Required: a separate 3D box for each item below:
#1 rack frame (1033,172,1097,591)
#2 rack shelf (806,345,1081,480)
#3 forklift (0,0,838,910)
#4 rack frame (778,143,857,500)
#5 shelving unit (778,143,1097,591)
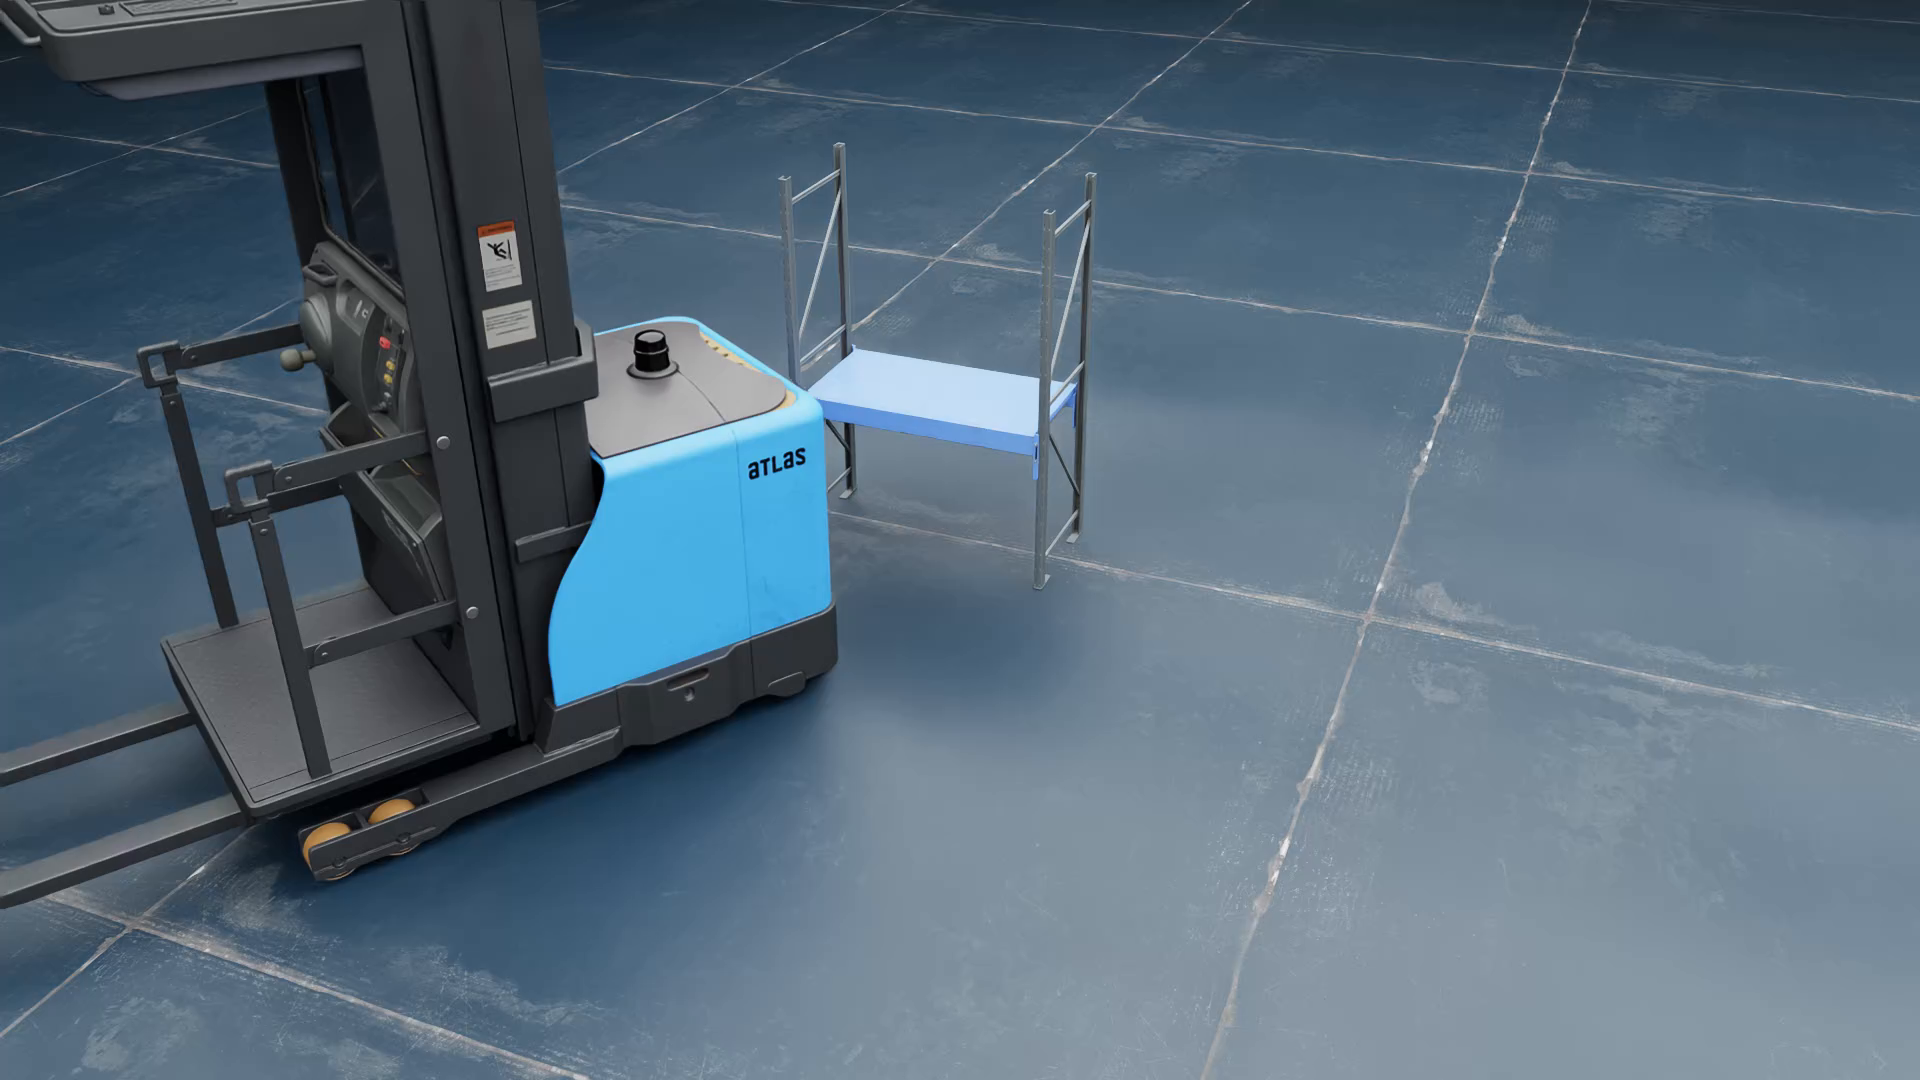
[{"bbox_3d":[0.392,-0.575,6.242,0.032,1.500,0.500,11,31,19],"label":"rack frame"},{"bbox_3d":[-0.079,-0.512,6.497,1.000,0.185,0.538,11,31,19],"label":"rack shelf"},{"bbox_3d":[-1.925,-0.559,4.761,3.031,2.935,1.130,-19,35,-30],"label":"forklift"},{"bbox_3d":[-0.550,-0.763,6.575,0.032,1.500,0.500,11,31,19],"label":"rack frame"},{"bbox_3d":[-0.079,-0.669,6.409,1.048,1.500,0.538,11,31,19],"label":"shelving unit"}]
